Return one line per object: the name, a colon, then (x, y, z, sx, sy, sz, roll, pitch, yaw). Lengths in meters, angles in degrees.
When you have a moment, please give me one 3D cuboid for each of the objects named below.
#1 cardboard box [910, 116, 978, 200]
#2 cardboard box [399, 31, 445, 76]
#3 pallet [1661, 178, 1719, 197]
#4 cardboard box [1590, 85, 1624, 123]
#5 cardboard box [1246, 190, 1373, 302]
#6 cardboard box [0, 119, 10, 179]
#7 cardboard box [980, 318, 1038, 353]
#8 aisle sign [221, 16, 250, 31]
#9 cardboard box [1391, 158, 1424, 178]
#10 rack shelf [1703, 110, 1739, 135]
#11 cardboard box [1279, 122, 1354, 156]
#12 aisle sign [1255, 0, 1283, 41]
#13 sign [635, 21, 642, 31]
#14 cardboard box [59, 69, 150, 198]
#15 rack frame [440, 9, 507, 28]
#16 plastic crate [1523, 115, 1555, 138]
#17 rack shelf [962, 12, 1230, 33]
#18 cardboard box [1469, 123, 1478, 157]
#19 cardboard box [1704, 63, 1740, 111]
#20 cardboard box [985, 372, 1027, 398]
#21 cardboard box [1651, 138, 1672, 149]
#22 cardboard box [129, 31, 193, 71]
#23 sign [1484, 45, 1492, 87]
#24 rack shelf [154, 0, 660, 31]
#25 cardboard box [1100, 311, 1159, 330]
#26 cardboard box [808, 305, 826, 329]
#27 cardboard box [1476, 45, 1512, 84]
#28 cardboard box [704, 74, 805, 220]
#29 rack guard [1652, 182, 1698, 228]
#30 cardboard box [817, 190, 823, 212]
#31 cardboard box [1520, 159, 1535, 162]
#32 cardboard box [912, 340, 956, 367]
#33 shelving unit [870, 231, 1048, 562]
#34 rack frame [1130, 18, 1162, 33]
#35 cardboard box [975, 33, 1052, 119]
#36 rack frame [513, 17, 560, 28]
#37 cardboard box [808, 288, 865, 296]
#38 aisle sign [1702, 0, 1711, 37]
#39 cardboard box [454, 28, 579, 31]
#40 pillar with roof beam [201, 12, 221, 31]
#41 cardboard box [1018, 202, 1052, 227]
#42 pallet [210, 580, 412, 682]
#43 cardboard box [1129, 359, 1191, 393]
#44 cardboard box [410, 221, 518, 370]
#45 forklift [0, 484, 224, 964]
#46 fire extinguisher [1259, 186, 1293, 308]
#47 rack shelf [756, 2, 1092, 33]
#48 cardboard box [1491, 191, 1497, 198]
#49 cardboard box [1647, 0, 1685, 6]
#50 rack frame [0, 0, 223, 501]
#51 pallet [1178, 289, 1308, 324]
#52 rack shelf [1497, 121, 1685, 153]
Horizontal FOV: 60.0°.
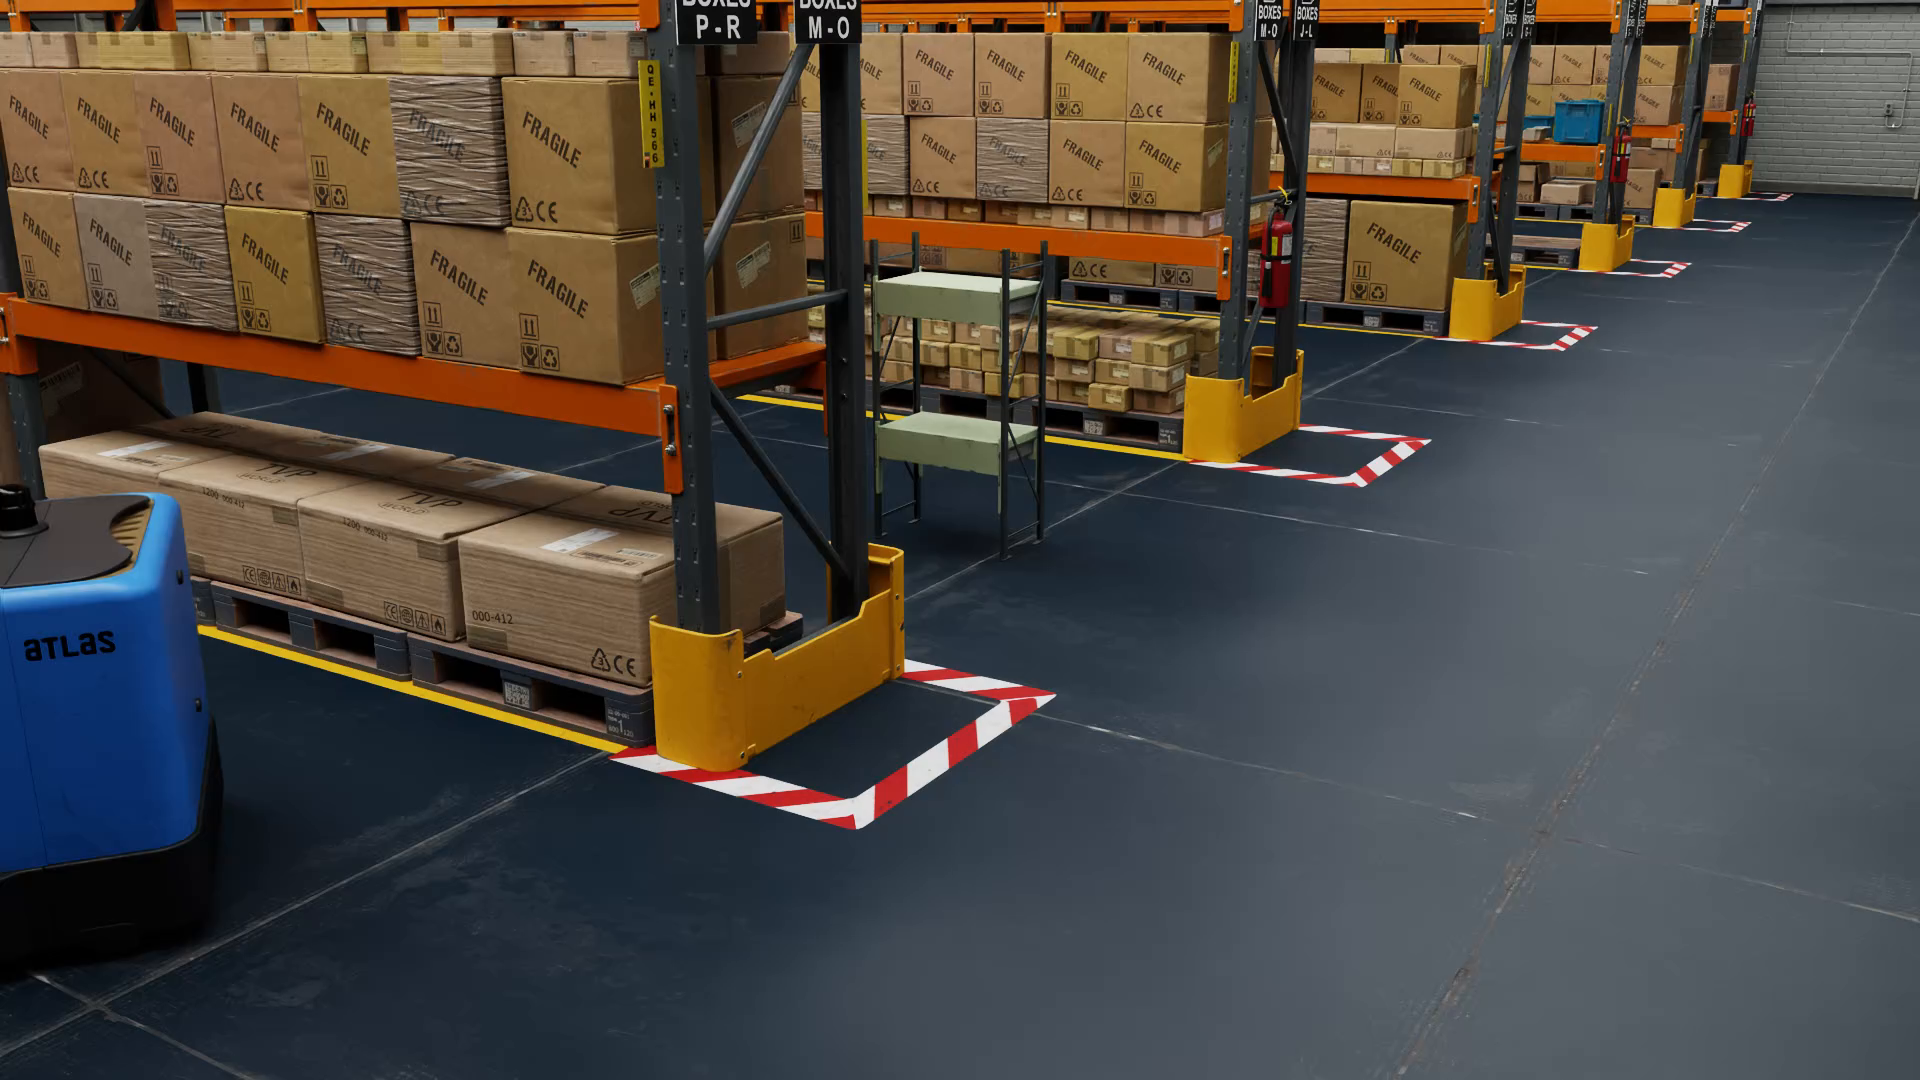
cardboard box: (0.025, -2.468, 10.662, 0.500, 0.500, 0.500, 11, 20, 33)
cardboard box: (-1.765, -1.741, 5.942, 0.250, 0.149, 0.380, 11, 20, 31)
pallet: (11.572, -5.702, 26.790, 1.213, 0.211, 1.003, 10, 20, 30)
cardboard box: (8.737, -5.833, 22.252, 0.500, 0.500, 0.500, 10, 20, 31)
cardboard box: (3.155, -2.654, 14.891, 0.875, 0.875, 0.875, 10, 20, 30)
cardboard box: (-4.589, -1.940, 7.714, 0.500, 0.500, 0.500, 11, 20, 32)
cardboard box: (0.335, -1.323, 10.733, 0.250, 0.149, 0.380, 11, 20, 32)
aisle sign: (-9.326, -6.867, 21.353, 0.004, 0.787, 0.394, 10, 20, 30)
cardboard box: (3.820, -3.145, 14.007, 0.250, 0.149, 0.380, 10, 20, 31)
rack shelf: (10.590, -6.894, 27.154, 4.000, 0.370, 1.077, 10, 20, 30)
cardboard box: (3.100, -3.487, 14.446, 0.500, 0.250, 0.500, 9, 19, 28)
aisle sign: (1.741, -3.199, 9.280, 0.004, 0.787, 0.394, 10, 20, 30)
sign: (-7.444, -11.909, 38.436, 0.199, 0.298, 0.001, 10, 20, 30)
cardboard box: (-3.371, -1.723, 7.001, 0.500, 0.500, 0.500, 10, 19, 29)
rack frame: (-5.708, -5.079, 19.941, 0.127, 3.000, 1.000, 10, 20, 30)
plastic crate: (6.511, -4.648, 18.708, 0.300, 0.233, 0.416, 10, 20, 30)
rack shelf: (1.997, -6.484, 20.644, 4.000, 0.370, 1.077, 10, 20, 30)
cardboard box: (4.250, -3.464, 14.371, 0.500, 0.250, 0.500, 10, 19, 29)
cardboard box: (11.855, -7.153, 26.252, 0.700, 0.700, 0.980, 11, 20, 33)
cardboard box: (0.359, -1.039, 10.824, 0.250, 0.149, 0.380, 9, 19, 28)
cardboard box: (11.223, -6.344, 26.568, 0.250, 0.149, 0.380, 11, 20, 32)
cardboard box: (-3.086, -1.968, 6.691, 0.250, 0.149, 0.380, 9, 19, 28)
sign: (4.222, -3.789, 13.294, 0.005, 0.325, 0.100, 10, 20, 30)
rack shelf: (-2.373, -2.195, 6.522, 4.000, 0.370, 1.077, 10, 20, 30)
cardboard box: (1.122, -1.408, 11.015, 0.250, 0.149, 0.380, 10, 20, 30)
cardboard box: (-0.943, -1.584, 11.594, 0.250, 0.149, 0.380, 10, 19, 29)
cardboard box: (7.429, -6.543, 22.869, 0.500, 0.500, 0.500, 9, 19, 28)
cardboard box: (-0.929, -1.469, 6.165, 0.500, 0.500, 0.500, 10, 19, 29)
rack guard: (9.640, -4.522, 22.409, 0.348, 0.500, 1.175, 10, 20, 30)
cardboard box: (-0.760, -2.314, 11.269, 0.250, 0.149, 0.380, 9, 19, 28)
cardboard box: (9.470, -6.408, 27.895, 0.500, 0.500, 0.700, 10, 20, 31)
cardboard box: (-0.113, -1.262, 11.047, 0.250, 0.149, 0.380, 10, 20, 31)
shelving unit: (-0.006, -0.719, 8.167, 0.755, 1.500, 0.431, 10, 20, 30)
rack frame: (2.888, -6.924, 26.013, 0.127, 3.000, 1.000, 10, 20, 30)
cardboard box: (0.436, -2.871, 10.269, 0.500, 0.500, 0.500, 11, 20, 33)
rack frame: (-6.524, -6.914, 25.982, 0.127, 3.000, 1.000, 10, 20, 30)
cardboard box: (-0.895, -1.752, 12.147, 0.250, 0.149, 0.380, 10, 20, 31)
aisle sign: (9.603, -6.864, 21.345, 0.004, 0.787, 0.394, 10, 20, 30)
cardboard box: (-5.104, -5.412, 19.281, 1.000, 1.000, 1.000, 10, 20, 30)
pillar with roof beam: (-22.994, -14.930, 42.051, 0.400, 9.000, 9.100, 10, 20, 30)
cardboard box: (0.557, -2.062, 10.441, 0.250, 0.149, 0.380, 9, 19, 28)
pallet: (-2.426, 0.247, 7.206, 1.213, 0.211, 1.003, 10, 20, 30)
cardboard box: (1.237, -1.030, 10.280, 0.250, 0.149, 0.380, 10, 19, 29)
cardboard box: (-1.638, -0.935, 6.127, 0.500, 0.500, 0.500, 10, 19, 29)
forklift: (-3.690, -0.255, 4.179, 3.031, 2.935, 1.130, -6, 18, -20)
fire extinguisher: (1.809, -1.673, 9.502, 0.183, 0.674, 0.296, 10, 20, 30)
rack shelf: (-0.595, -5.257, 16.605, 4.000, 0.370, 1.077, 10, 20, 30)
cardboard box: (7.570, -5.109, 23.908, 0.500, 0.311, 0.500, 10, 20, 30)
cardboard box: (9.129, -7.083, 21.635, 0.500, 0.250, 0.500, 10, 20, 30)
rack frame: (-4.077, -1.408, 7.855, 0.127, 3.000, 1.000, 10, 20, 30)
pallet: (2.760, -2.208, 15.286, 1.213, 0.211, 1.003, 10, 20, 30)
rack shelf: (8.001, -5.667, 23.113, 4.000, 0.370, 1.077, 10, 20, 30)
